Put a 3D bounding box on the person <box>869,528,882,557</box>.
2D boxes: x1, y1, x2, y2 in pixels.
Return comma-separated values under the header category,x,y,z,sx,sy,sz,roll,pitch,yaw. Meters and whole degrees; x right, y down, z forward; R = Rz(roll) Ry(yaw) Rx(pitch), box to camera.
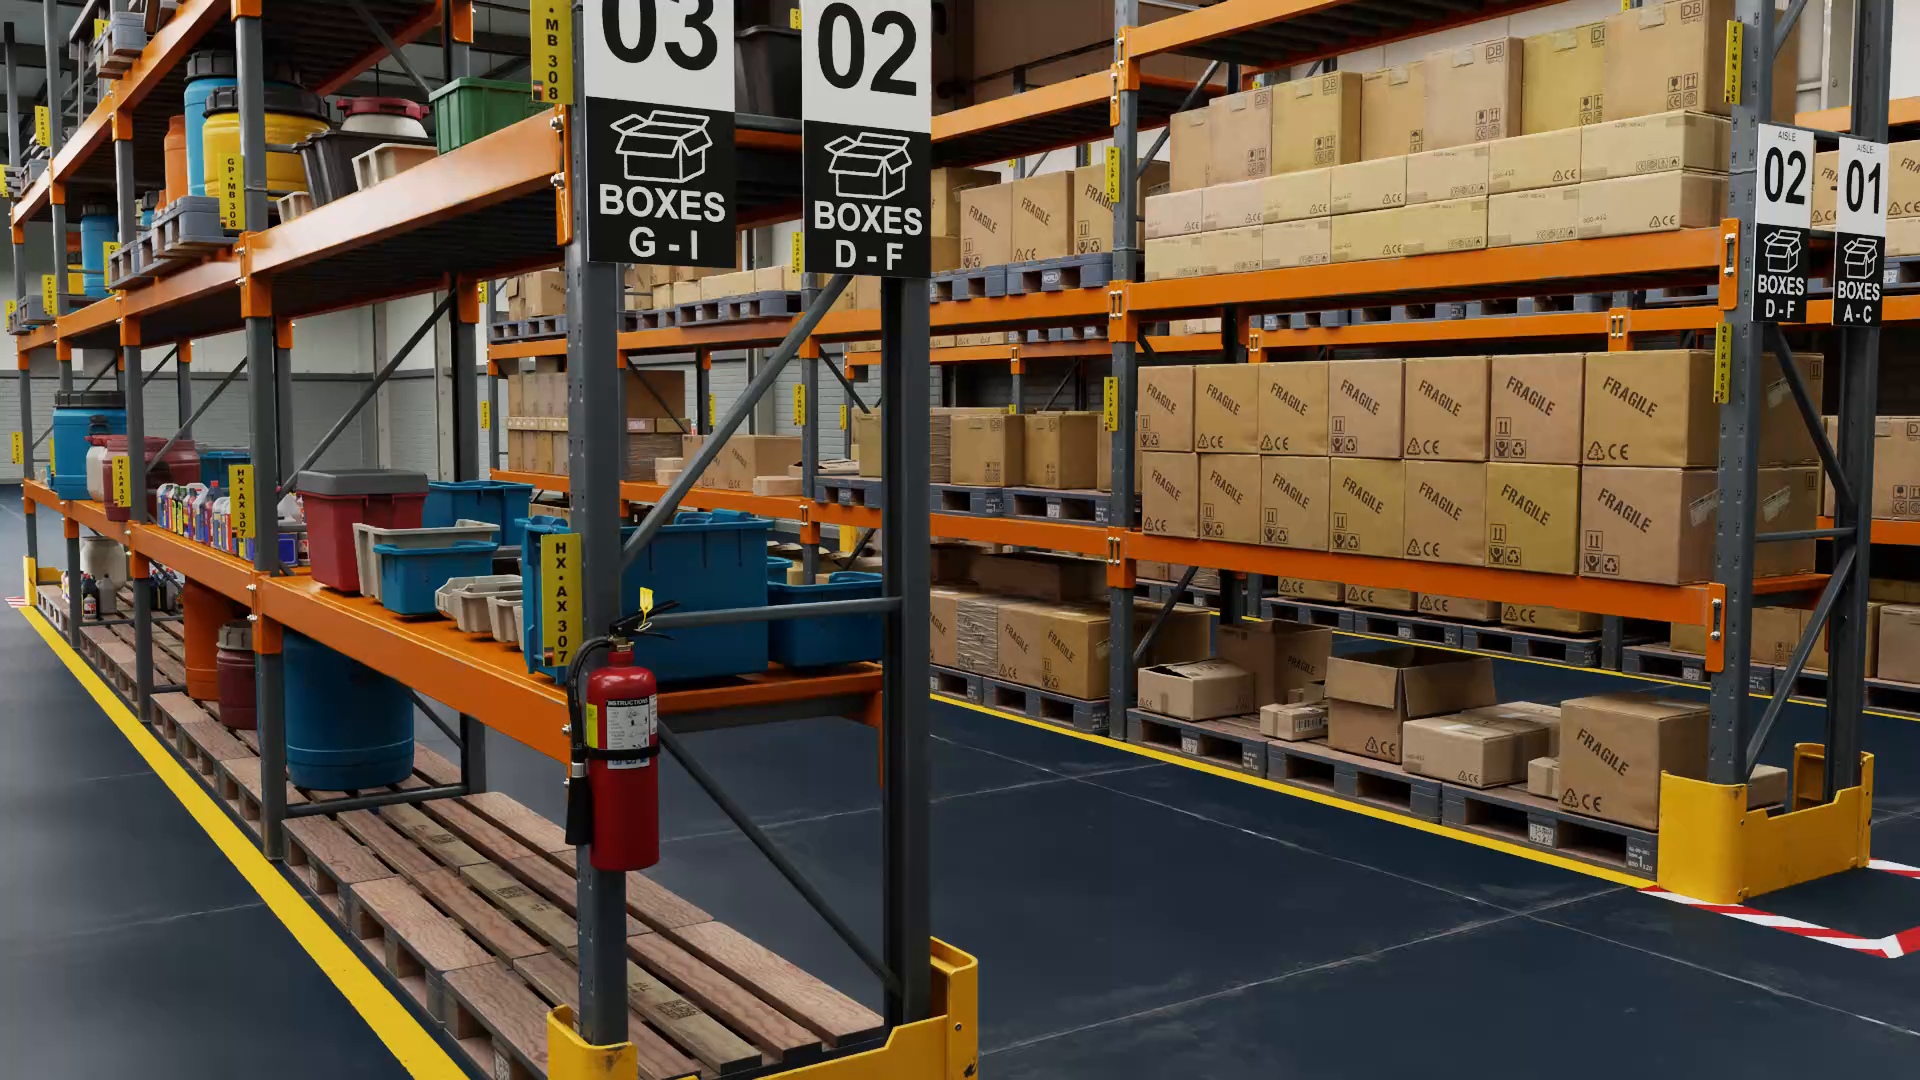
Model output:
category,x,y,z,sx,sy,sz,roll,pitch,yaw
person,-0.669,-0.128,16.354,0.568,1.780,0.521,-3,5,-33
